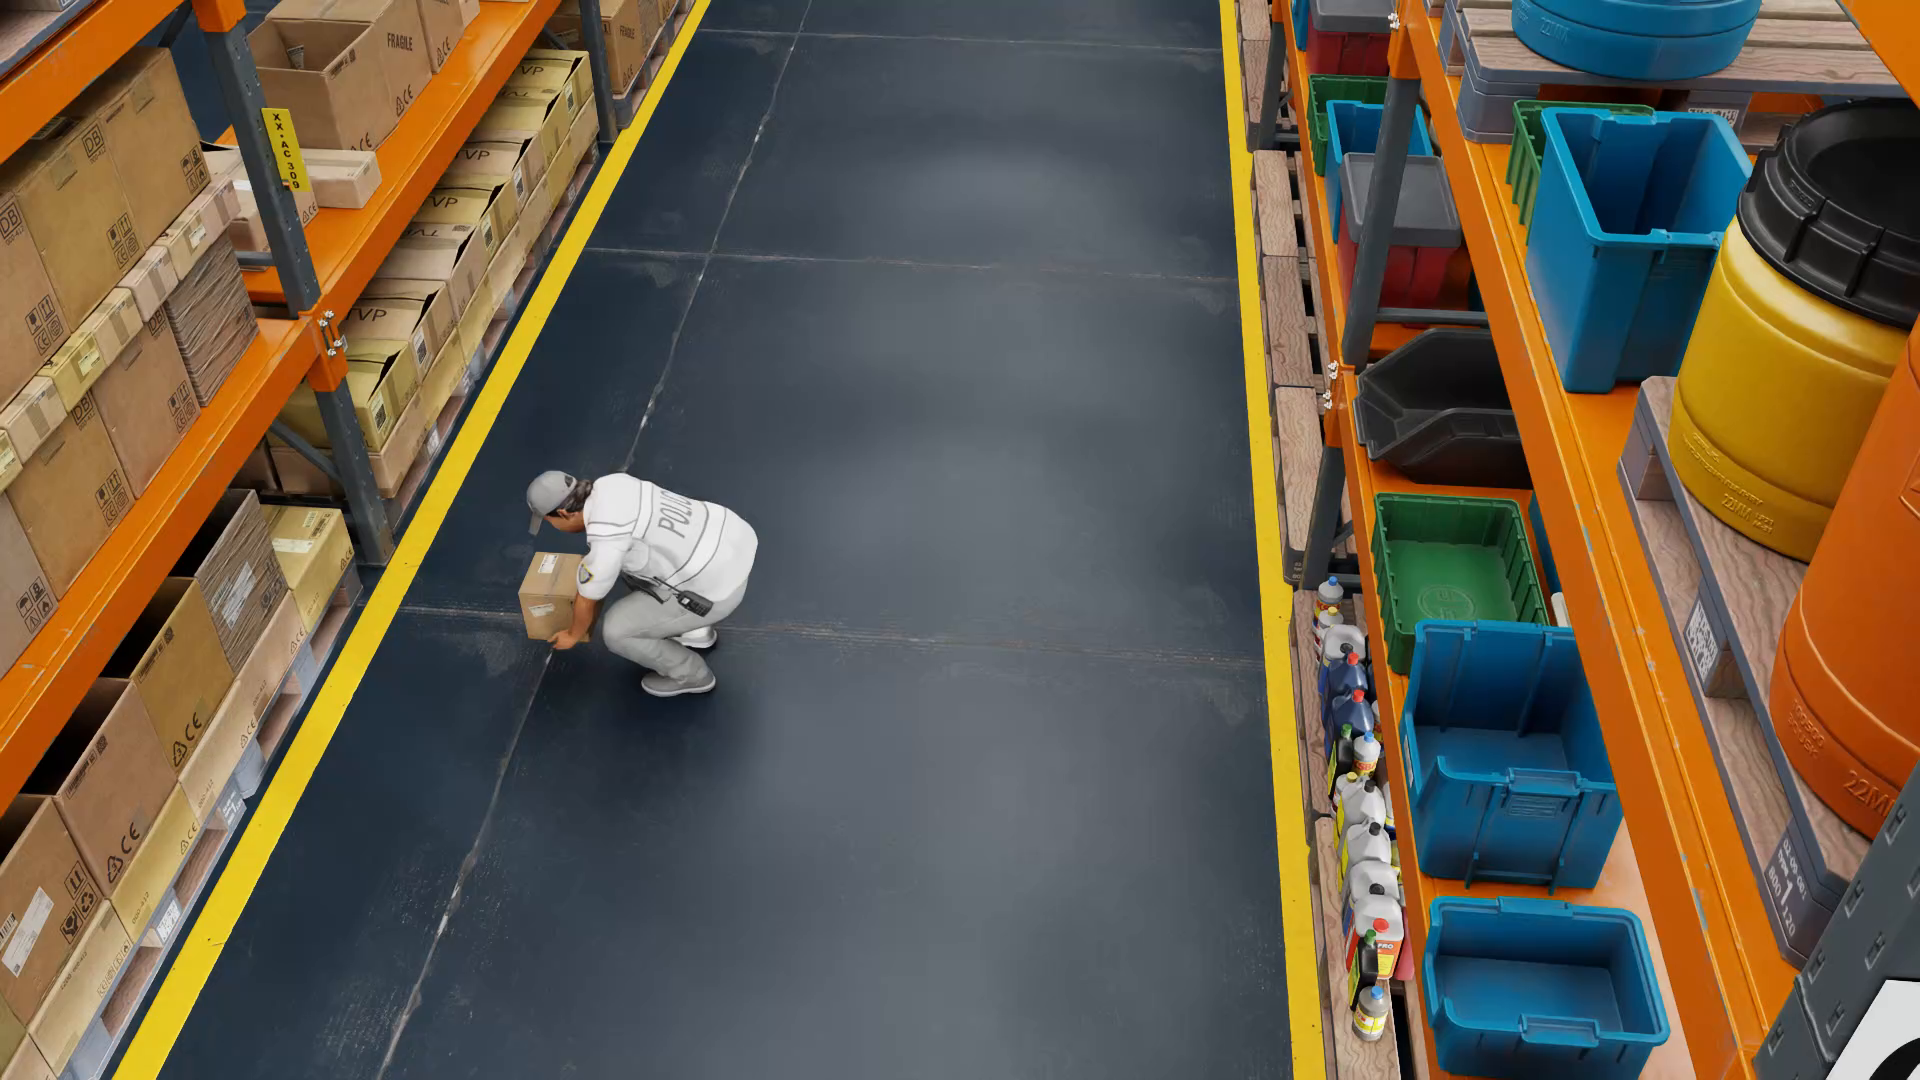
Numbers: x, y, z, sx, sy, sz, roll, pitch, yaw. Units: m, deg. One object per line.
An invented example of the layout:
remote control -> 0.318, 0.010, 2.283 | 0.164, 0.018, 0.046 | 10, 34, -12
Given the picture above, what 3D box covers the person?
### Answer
person -> -1.226, 0.135, 6.513 | 0.817, 1.002, 0.520 | 3, 40, 4
